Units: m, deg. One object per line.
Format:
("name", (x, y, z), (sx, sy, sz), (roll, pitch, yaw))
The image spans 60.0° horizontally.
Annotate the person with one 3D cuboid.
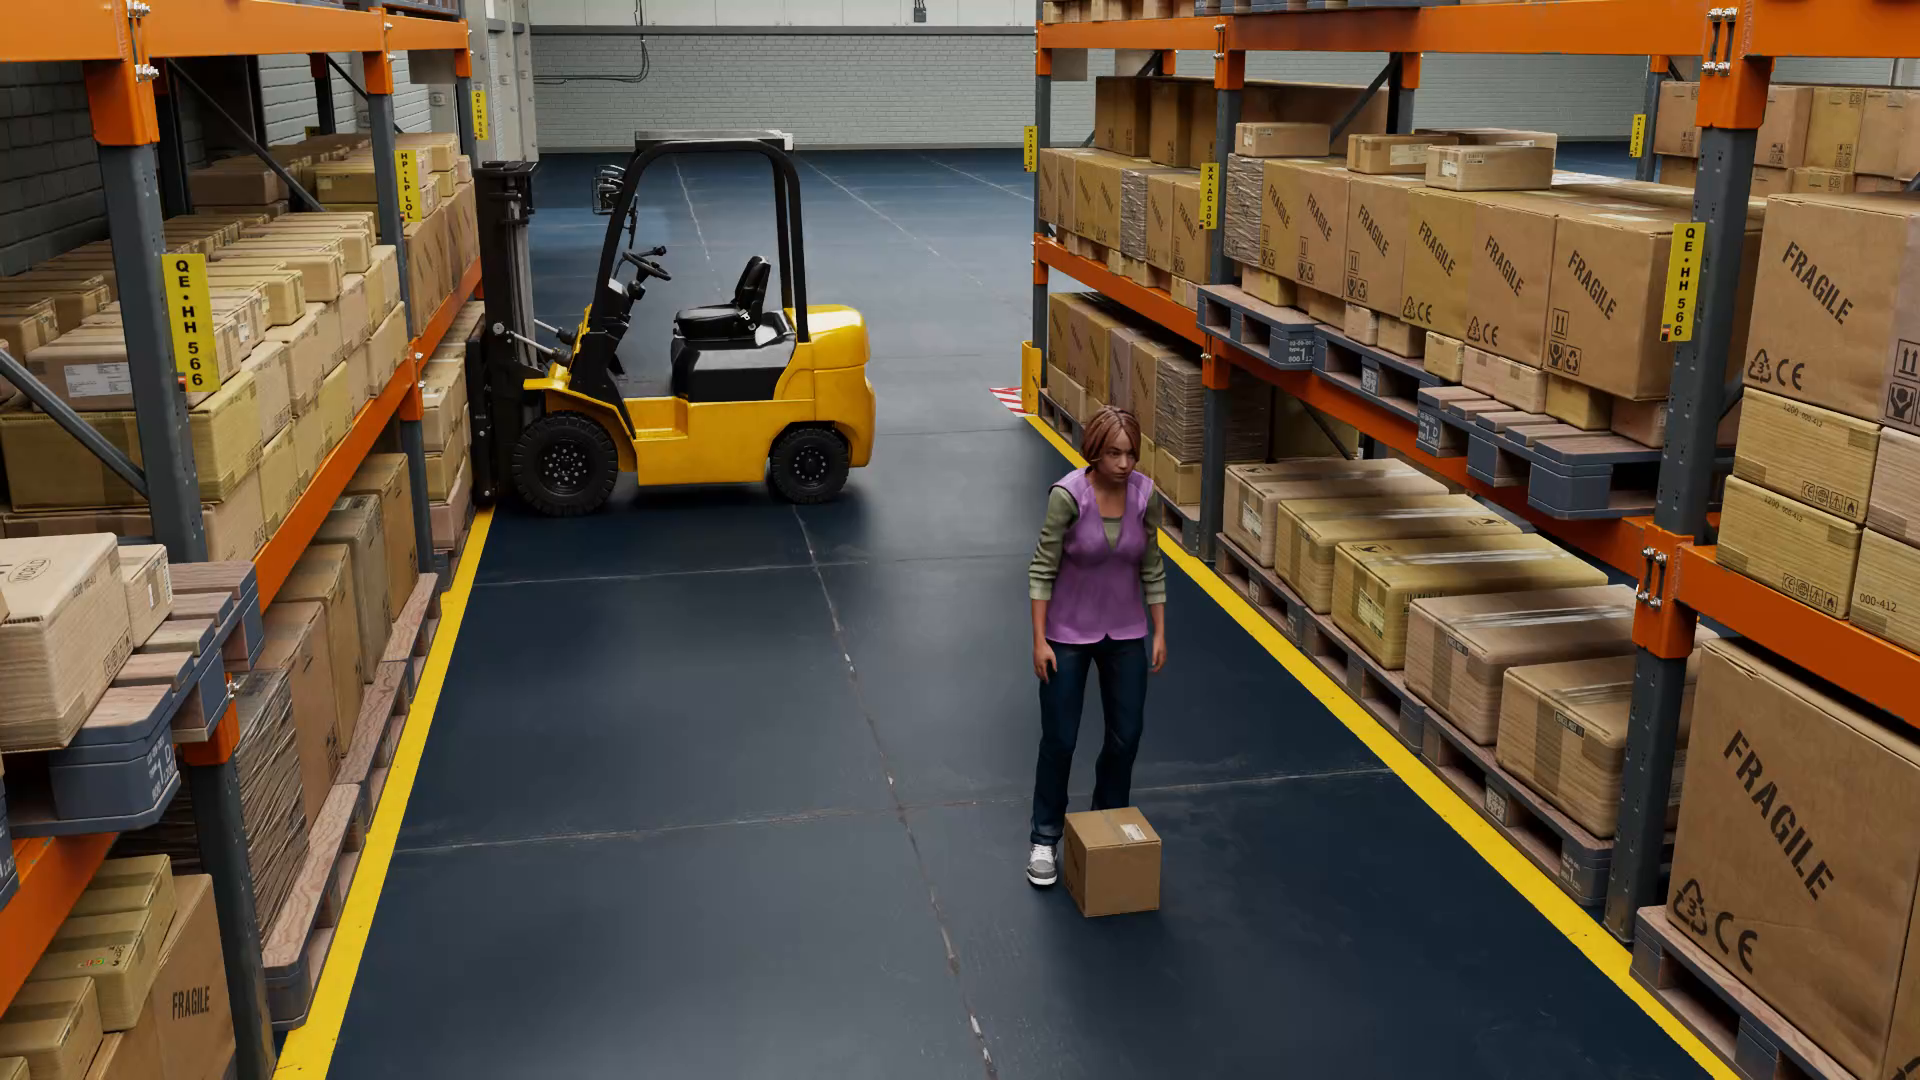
("person", (0.447, 0.339, 5.422), (0.484, 1.594, 0.370), (-4, 17, -13))
